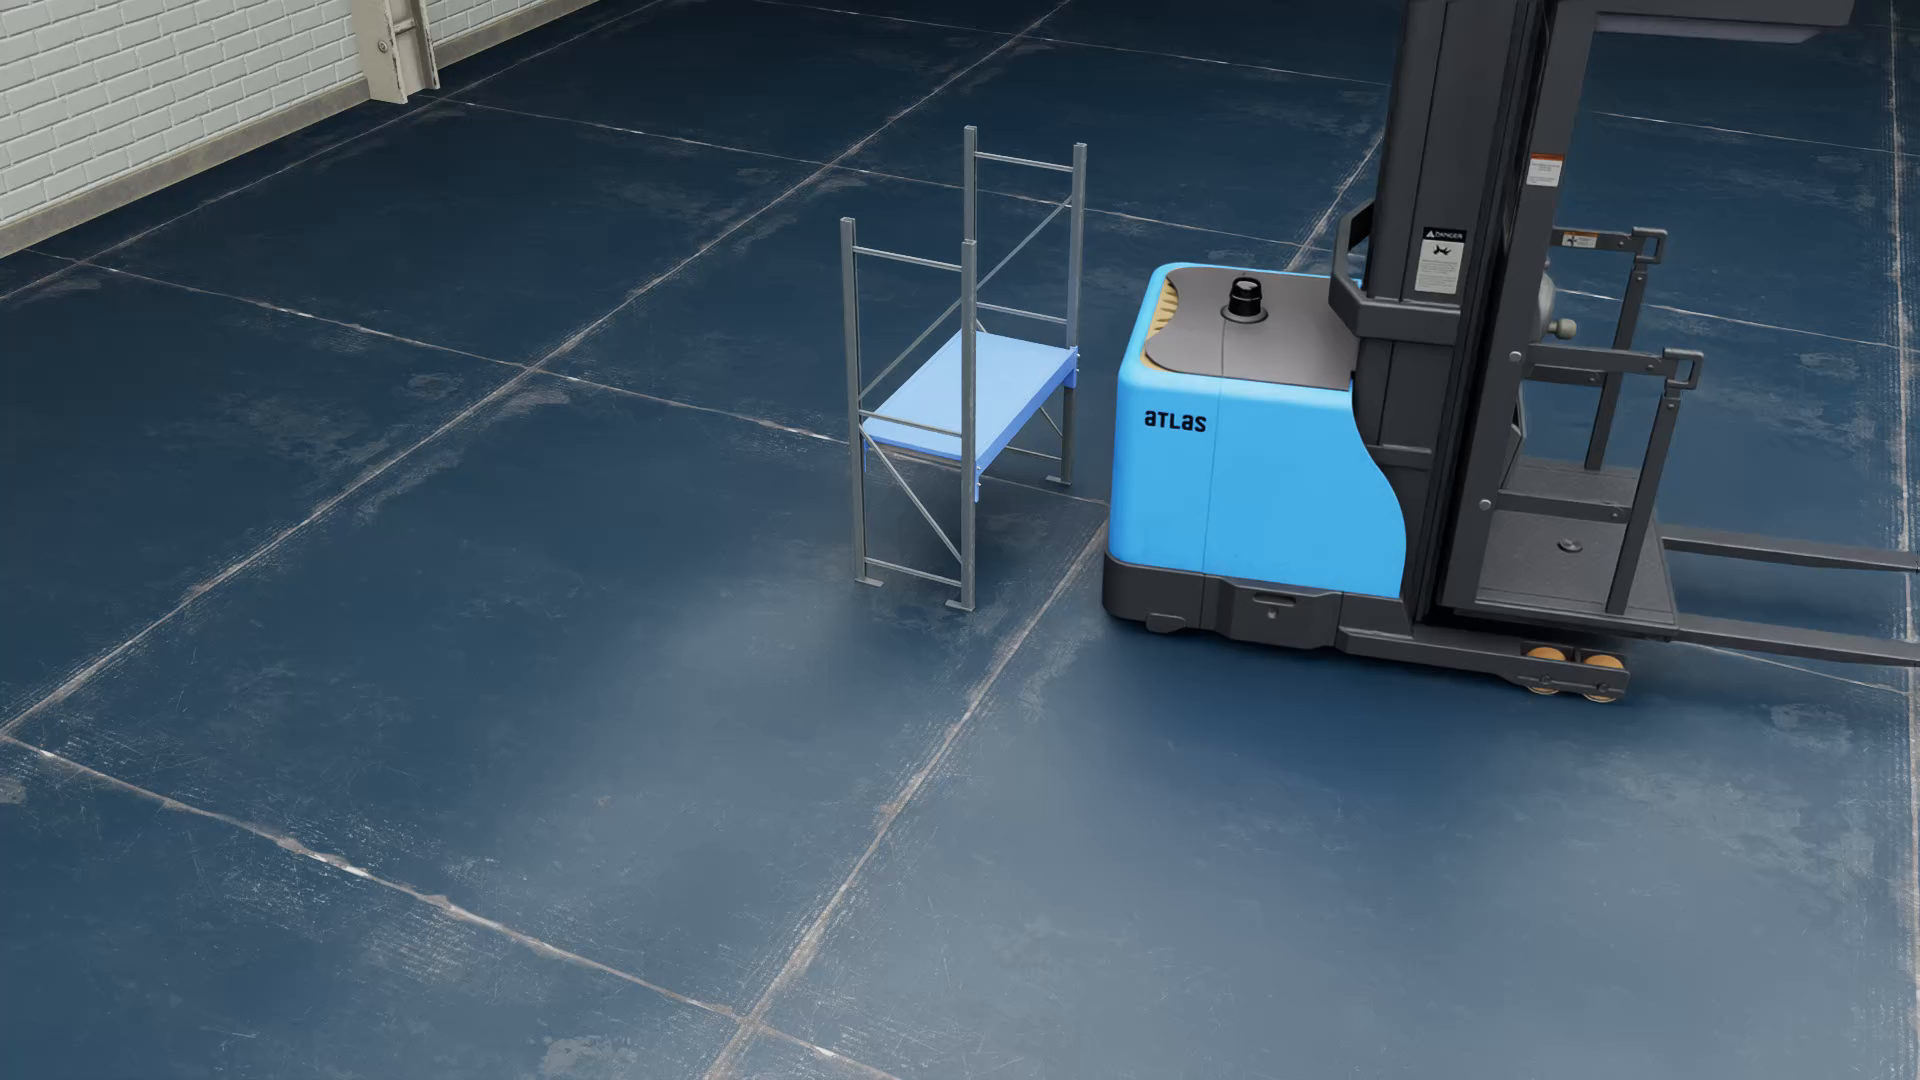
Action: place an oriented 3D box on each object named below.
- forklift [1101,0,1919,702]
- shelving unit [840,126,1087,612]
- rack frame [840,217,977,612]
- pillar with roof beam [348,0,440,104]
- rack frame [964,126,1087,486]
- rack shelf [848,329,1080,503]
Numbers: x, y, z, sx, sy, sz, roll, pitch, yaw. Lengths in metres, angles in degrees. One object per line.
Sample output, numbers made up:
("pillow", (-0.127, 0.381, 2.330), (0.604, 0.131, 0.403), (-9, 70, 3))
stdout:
("forklift", (2.106, -0.974, 5.562), (3.031, 2.935, 1.130), (7, 34, 11))
("shelving unit", (0.036, -0.670, 6.404), (0.538, 1.500, 1.048), (14, 36, 20))
("rack frame", (-0.177, -0.416, 6.017), (0.500, 1.500, 0.032), (14, 36, 20))
("pillar with roof beam", (0.085, -5.856, 7.474), (9.100, 9.000, 0.400), (14, 36, 20))
("rack frame", (0.248, -0.923, 6.790), (0.500, 1.500, 0.032), (14, 36, 20))
("rack shelf", (0.036, -0.519, 6.502), (0.538, 0.185, 1.000), (14, 36, 20))
